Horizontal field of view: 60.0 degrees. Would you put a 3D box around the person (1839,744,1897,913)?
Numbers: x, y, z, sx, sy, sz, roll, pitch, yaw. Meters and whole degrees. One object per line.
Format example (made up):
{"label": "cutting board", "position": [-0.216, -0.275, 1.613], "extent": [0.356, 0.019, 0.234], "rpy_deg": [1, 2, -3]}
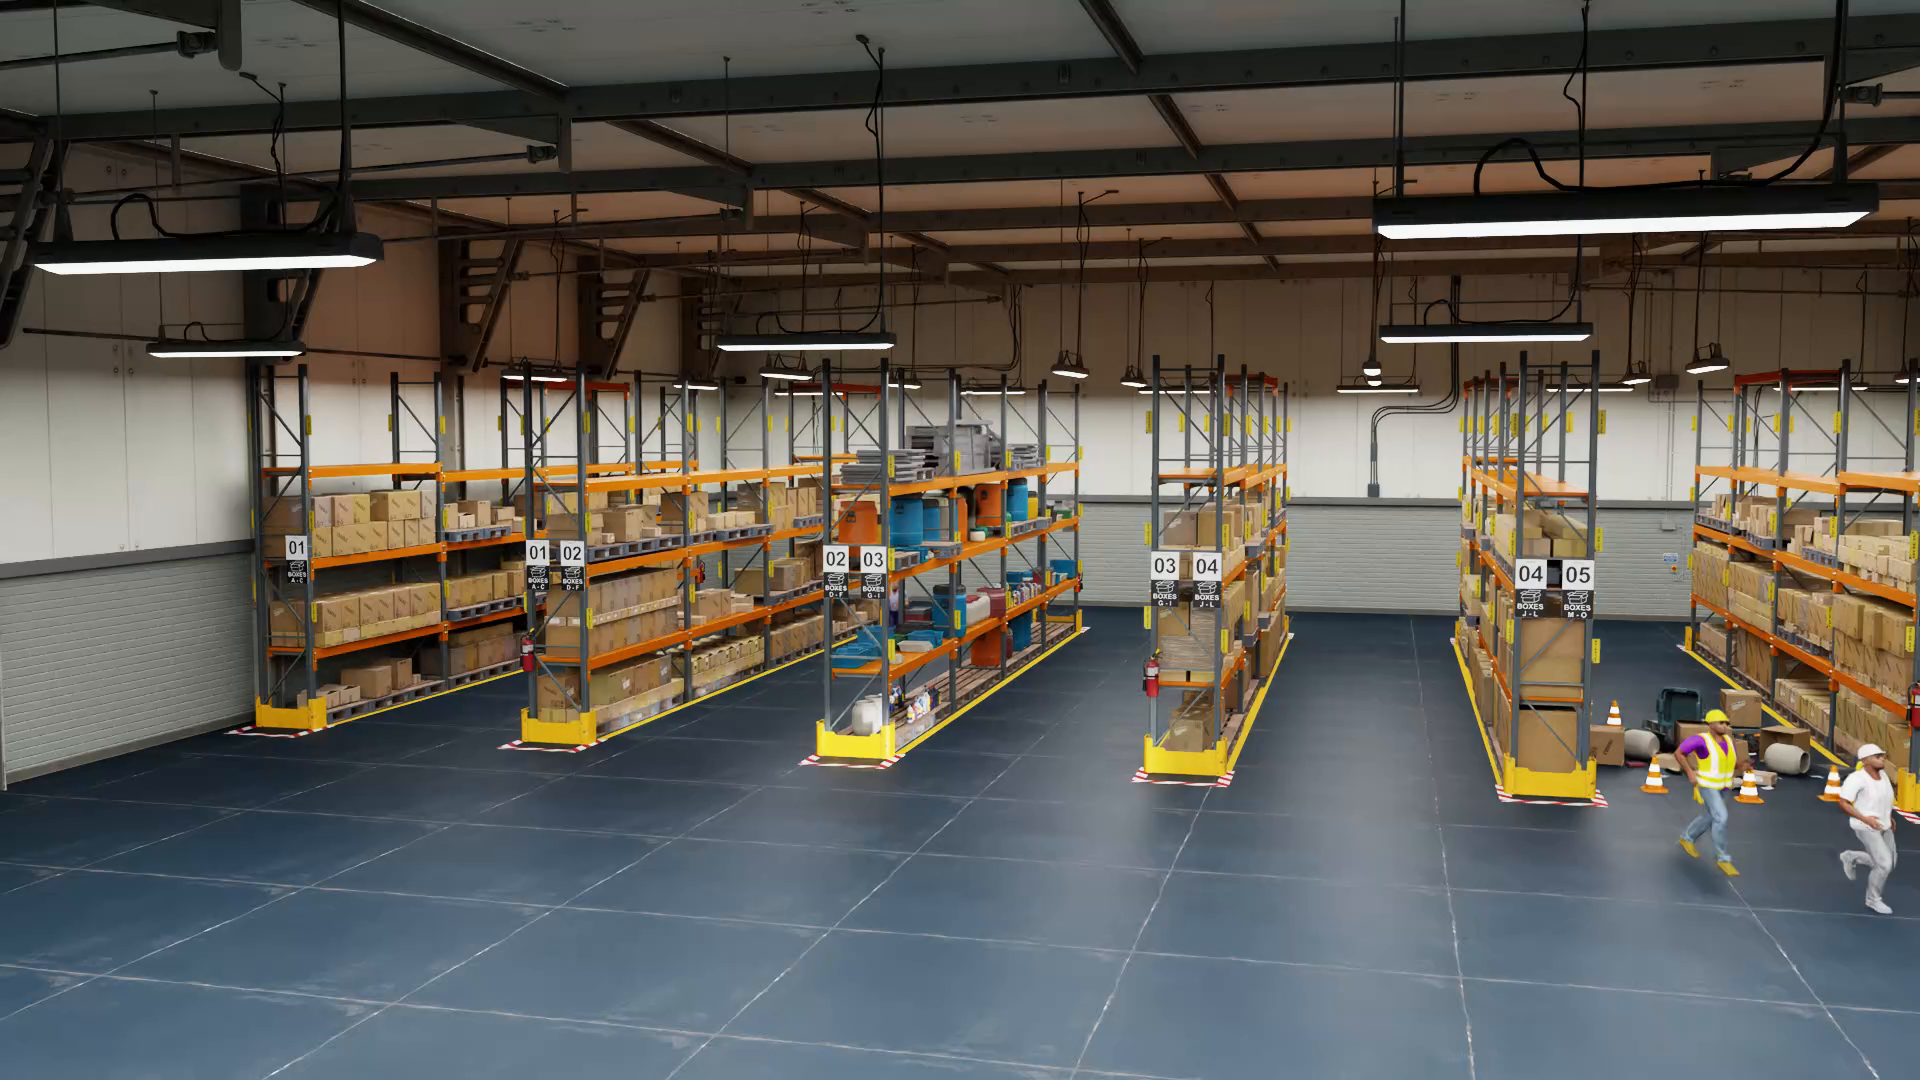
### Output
{"label": "person", "position": [9.437, 2.963, 17.311], "extent": [0.720, 1.706, 0.661], "rpy_deg": [-2, 5, -30]}

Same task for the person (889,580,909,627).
{"label": "person", "position": [-1.405, 1.670, 36.369], "extent": [0.610, 1.625, 0.837], "rpy_deg": [1, 4, 8]}

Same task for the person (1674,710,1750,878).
{"label": "person", "position": [8.515, 2.749, 18.783], "extent": [0.685, 1.674, 0.881], "rpy_deg": [-2, 4, -28]}
